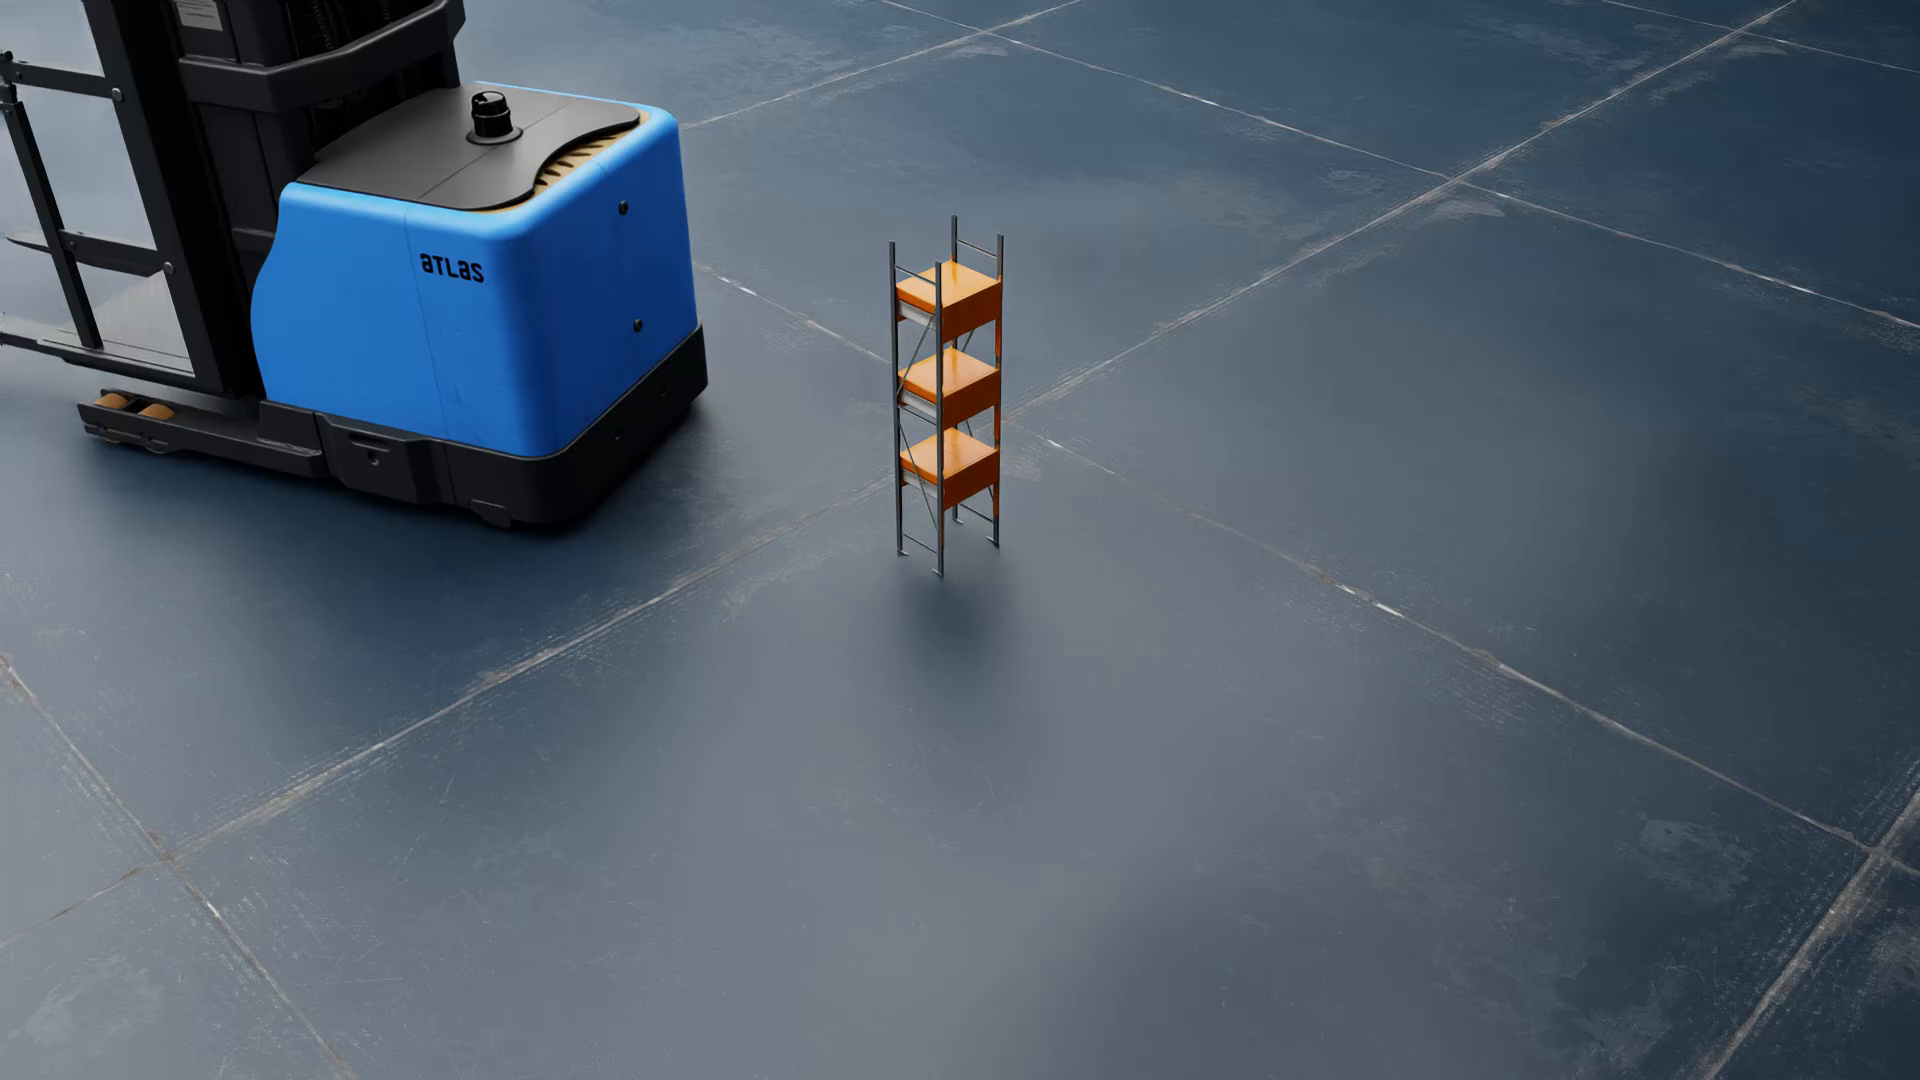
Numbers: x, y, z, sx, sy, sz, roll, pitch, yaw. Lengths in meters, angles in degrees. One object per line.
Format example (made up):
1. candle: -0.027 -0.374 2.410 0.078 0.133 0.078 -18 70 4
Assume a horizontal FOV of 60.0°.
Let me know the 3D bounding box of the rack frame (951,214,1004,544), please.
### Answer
1. rack frame: 0.048 -0.458 4.990 0.200 1.050 0.008 30 45 35

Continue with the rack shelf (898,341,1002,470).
1. rack shelf: -0.038 -0.400 4.925 0.215 0.259 0.240 30 45 35

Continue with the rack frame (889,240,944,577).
1. rack frame: -0.124 -0.359 4.848 0.200 1.050 0.008 30 45 35

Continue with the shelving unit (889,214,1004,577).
1. shelving unit: -0.038 -0.409 4.919 0.215 1.050 0.252 30 45 35

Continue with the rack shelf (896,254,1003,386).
1. rack shelf: -0.038 -0.633 4.762 0.215 0.259 0.240 30 45 35

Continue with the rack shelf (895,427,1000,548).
1. rack shelf: -0.038 -0.172 5.084 0.215 0.259 0.240 30 45 35

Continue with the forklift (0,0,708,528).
1. forklift: -2.468 -1.763 5.216 3.031 2.935 1.130 12 37 17
